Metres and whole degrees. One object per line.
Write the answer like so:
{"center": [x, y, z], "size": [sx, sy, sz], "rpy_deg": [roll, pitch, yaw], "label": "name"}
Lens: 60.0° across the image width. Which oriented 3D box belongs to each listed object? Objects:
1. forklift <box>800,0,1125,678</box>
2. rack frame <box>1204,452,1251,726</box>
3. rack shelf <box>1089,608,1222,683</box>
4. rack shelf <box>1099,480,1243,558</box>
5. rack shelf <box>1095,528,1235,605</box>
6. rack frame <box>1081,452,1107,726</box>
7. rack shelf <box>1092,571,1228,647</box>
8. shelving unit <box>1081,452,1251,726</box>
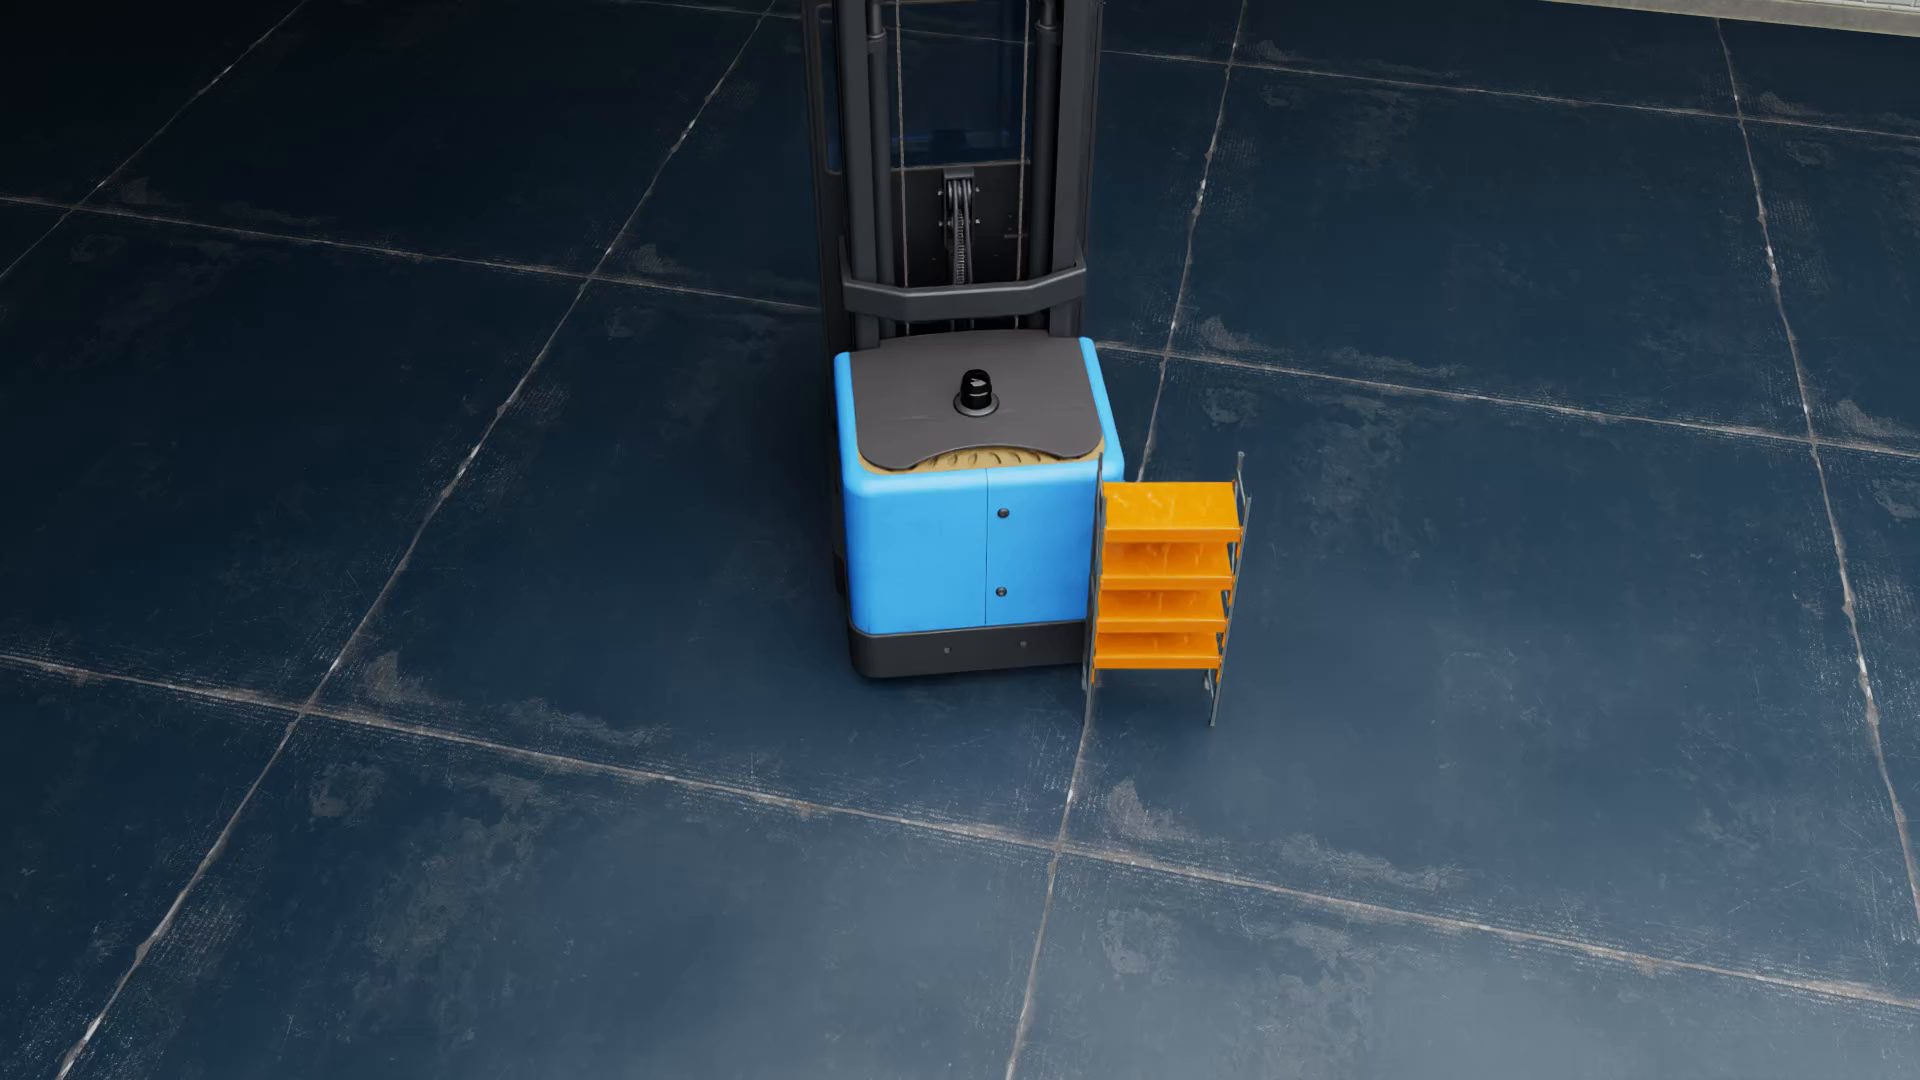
{"center": [-0.055, -1.535, 6.691], "size": [1.130, 2.935, 3.031], "rpy_deg": [-4, 44, -4], "label": "forklift"}
{"center": [0.979, 0.208, 6.129], "size": [0.015, 1.200, 0.240], "rpy_deg": [0, 44, 0], "label": "rack frame"}
{"center": [0.735, 0.399, 6.313], "size": [0.480, 0.148, 0.258], "rpy_deg": [0, 44, 0], "label": "rack shelf"}
{"center": [0.735, -0.075, 5.857], "size": [0.480, 0.148, 0.258], "rpy_deg": [0, 44, 0], "label": "rack shelf"}
{"center": [0.735, 0.095, 6.021], "size": [0.480, 0.148, 0.258], "rpy_deg": [0, 44, 0], "label": "rack shelf"}
{"center": [0.491, 0.208, 6.129], "size": [0.015, 1.200, 0.240], "rpy_deg": [0, 44, 0], "label": "rack frame"}
{"center": [0.735, 0.256, 6.176], "size": [0.480, 0.148, 0.258], "rpy_deg": [0, 44, 0], "label": "rack shelf"}
{"center": [0.735, 0.208, 6.129], "size": [0.503, 1.200, 0.258], "rpy_deg": [0, 44, 0], "label": "shelving unit"}
